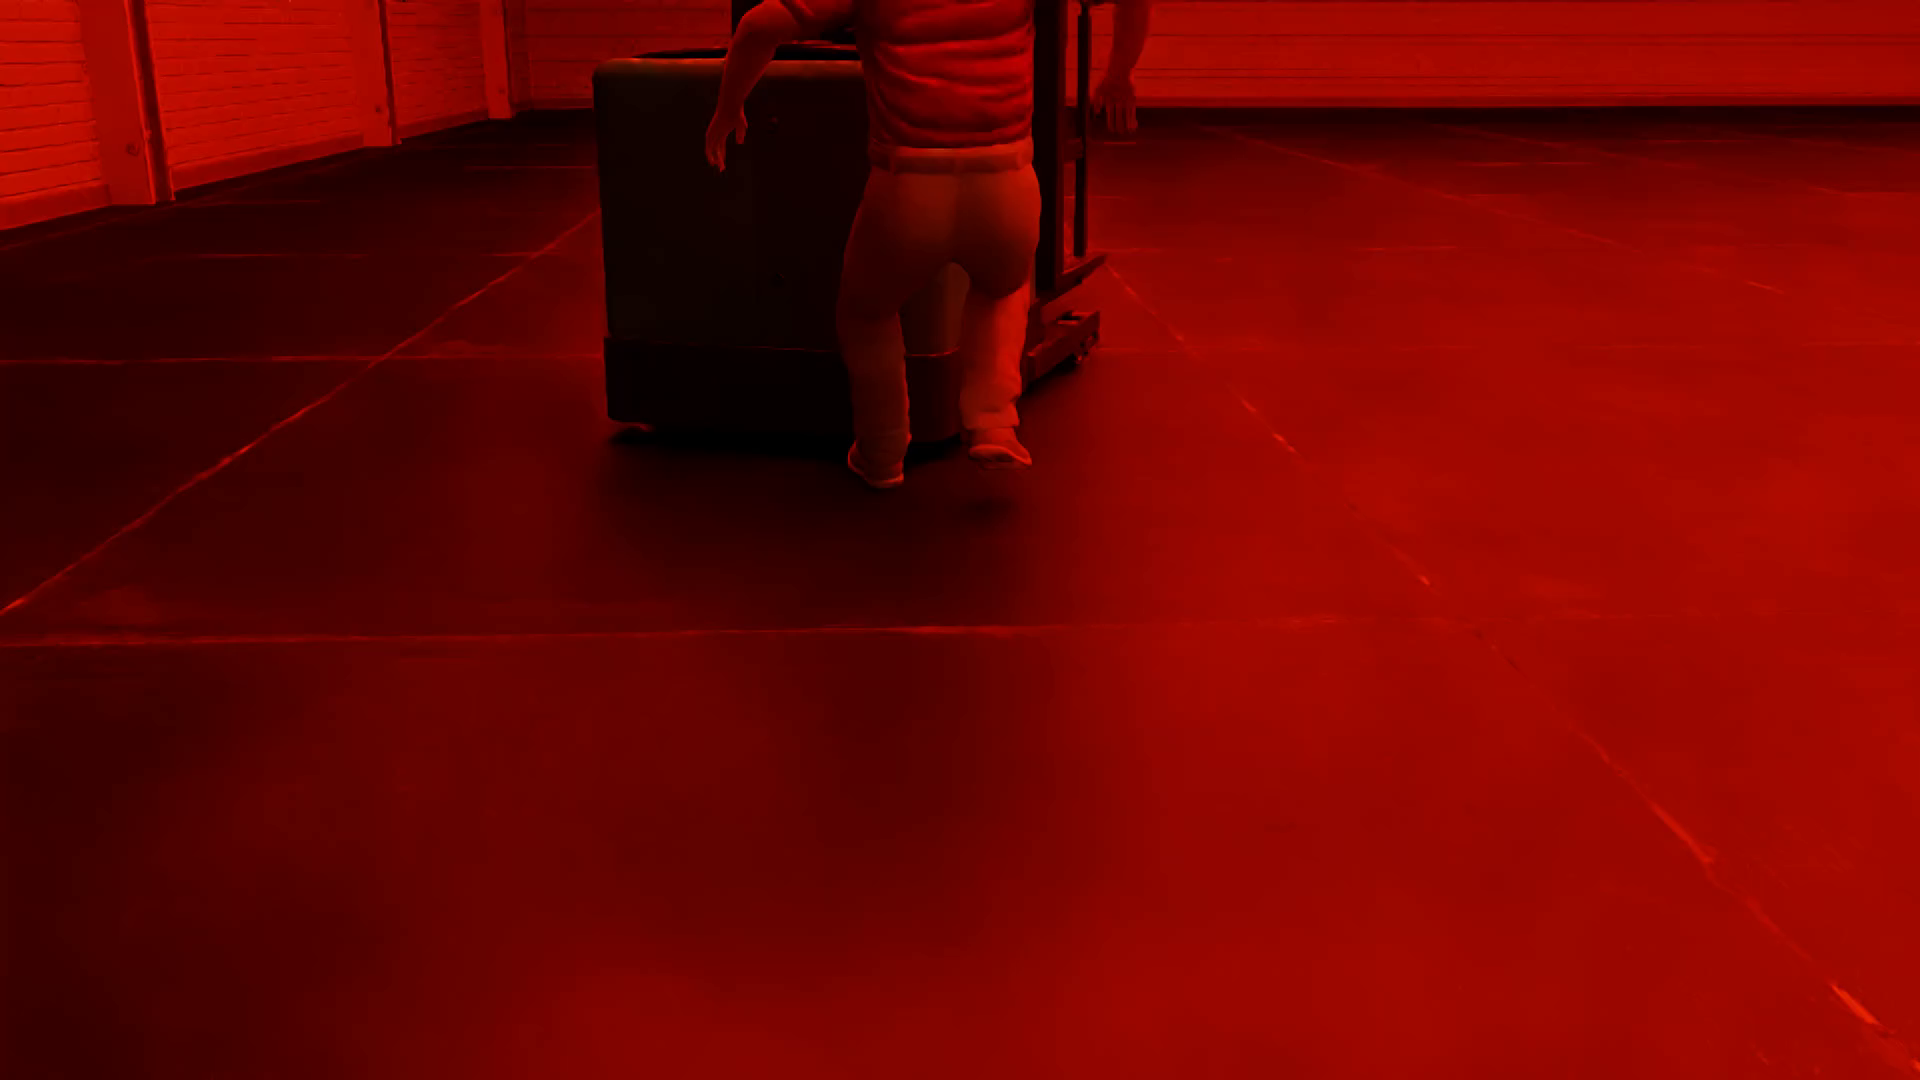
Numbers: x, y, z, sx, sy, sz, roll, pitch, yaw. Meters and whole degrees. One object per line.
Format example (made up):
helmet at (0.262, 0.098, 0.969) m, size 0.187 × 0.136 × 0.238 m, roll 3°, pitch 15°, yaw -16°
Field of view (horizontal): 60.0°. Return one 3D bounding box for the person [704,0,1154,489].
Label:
person at (-0.093, -0.878, 4.028) m, size 1.029 × 1.608 × 0.814 m, roll -2°, pitch 17°, yaw -7°

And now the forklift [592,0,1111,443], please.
forklift at (-0.111, -2.058, 5.636) m, size 1.130 × 2.935 × 3.031 m, roll 5°, pitch 18°, yaw 16°
